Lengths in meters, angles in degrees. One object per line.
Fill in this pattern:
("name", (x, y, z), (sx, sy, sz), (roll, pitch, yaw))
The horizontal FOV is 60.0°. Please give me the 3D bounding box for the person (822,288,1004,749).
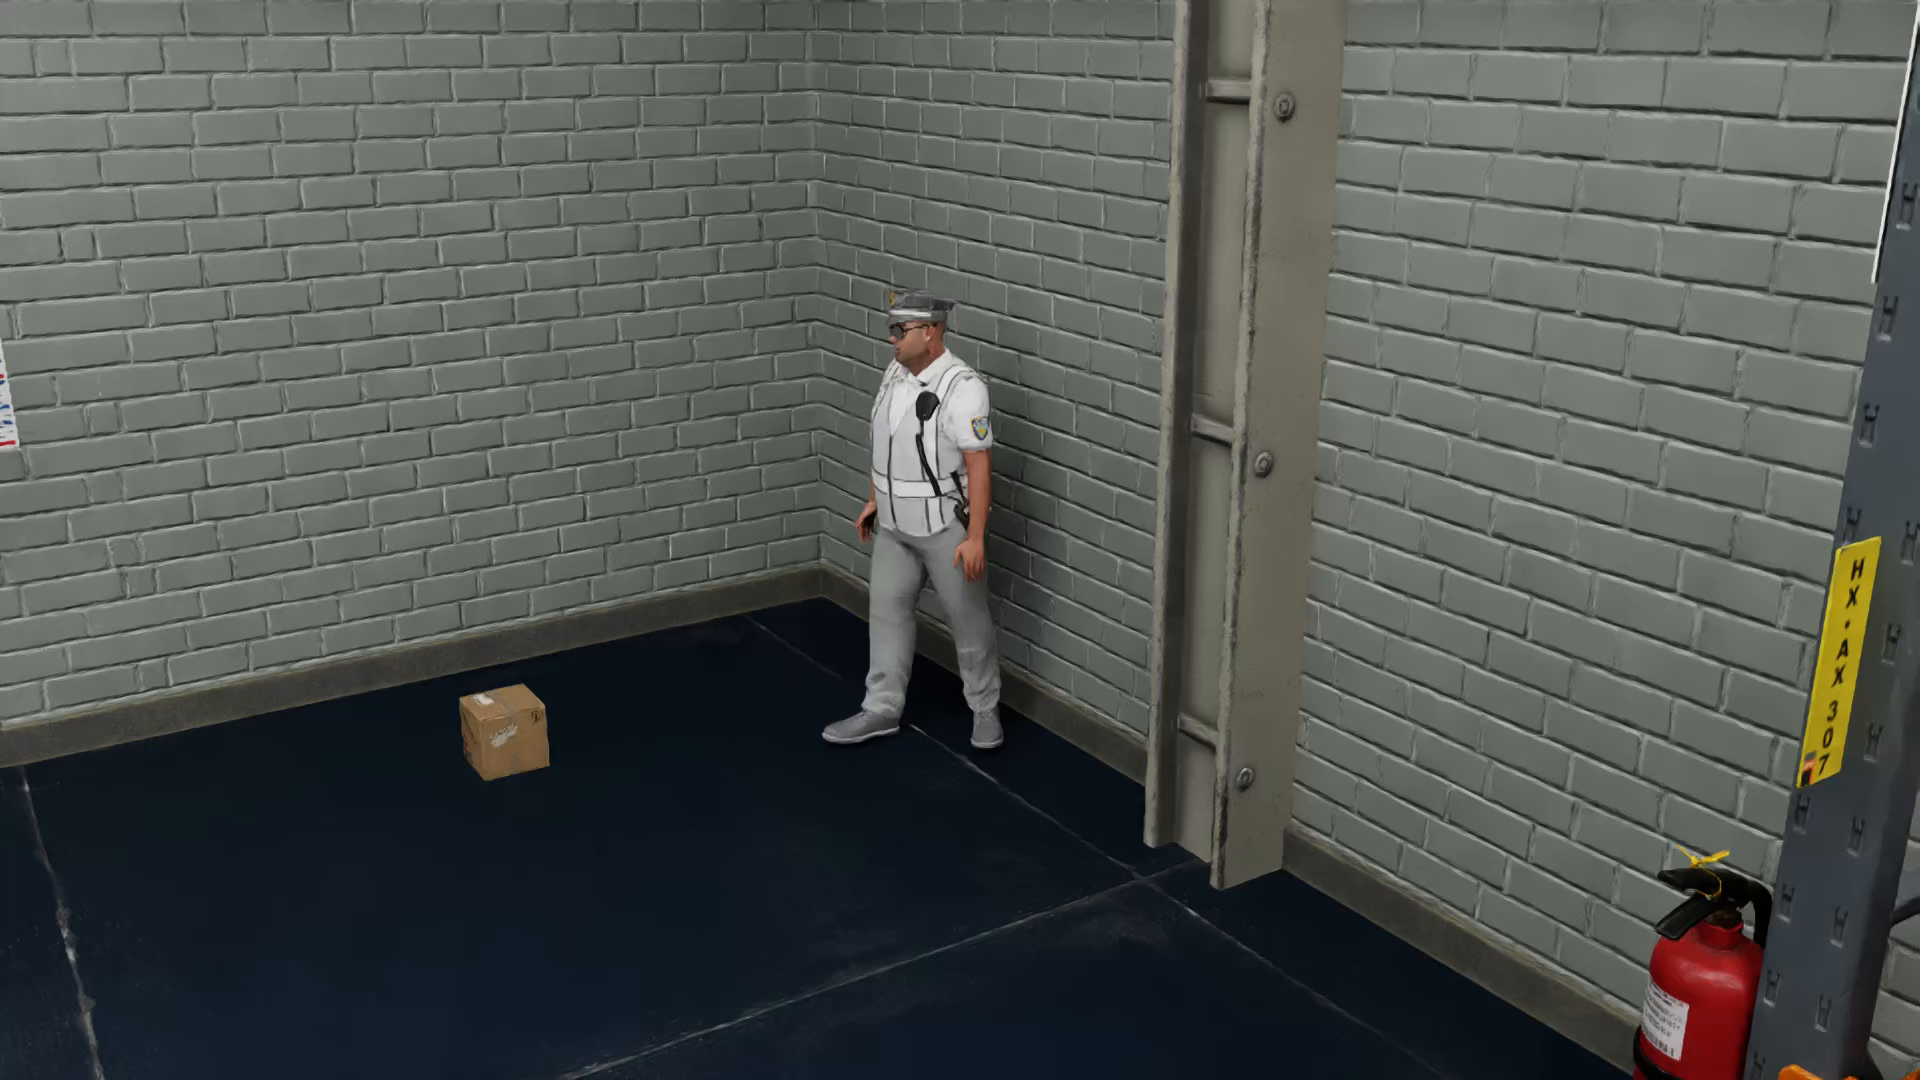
("person", (-0.175, -0.071, 6.209), (0.672, 1.744, 0.633), (16, 24, 41))
